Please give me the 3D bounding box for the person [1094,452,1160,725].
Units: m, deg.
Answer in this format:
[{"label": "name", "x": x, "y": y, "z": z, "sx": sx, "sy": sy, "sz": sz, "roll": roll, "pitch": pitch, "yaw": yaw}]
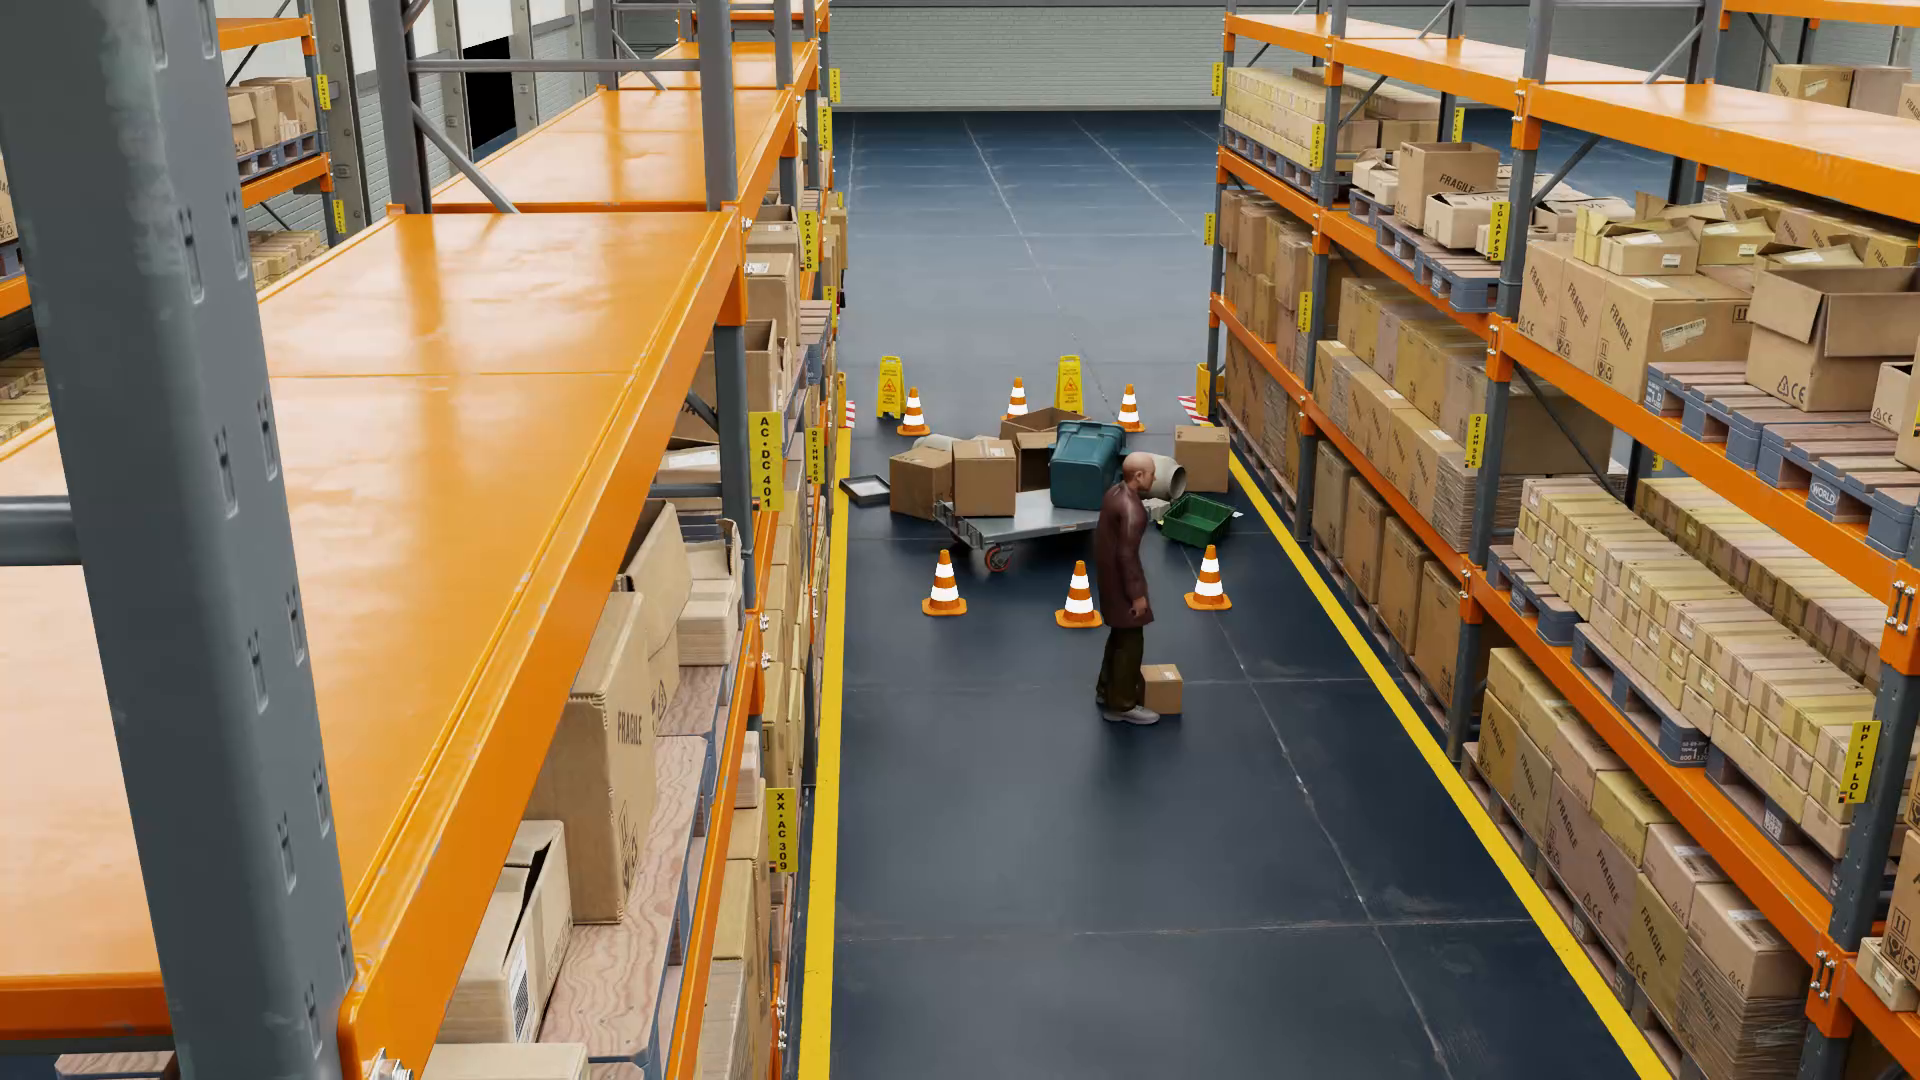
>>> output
[{"label": "person", "x": 1.083, "y": 0.287, "z": 10.813, "sx": 0.419, "sy": 1.774, "sz": 0.645, "roll": -1, "pitch": 20, "yaw": -3}]
